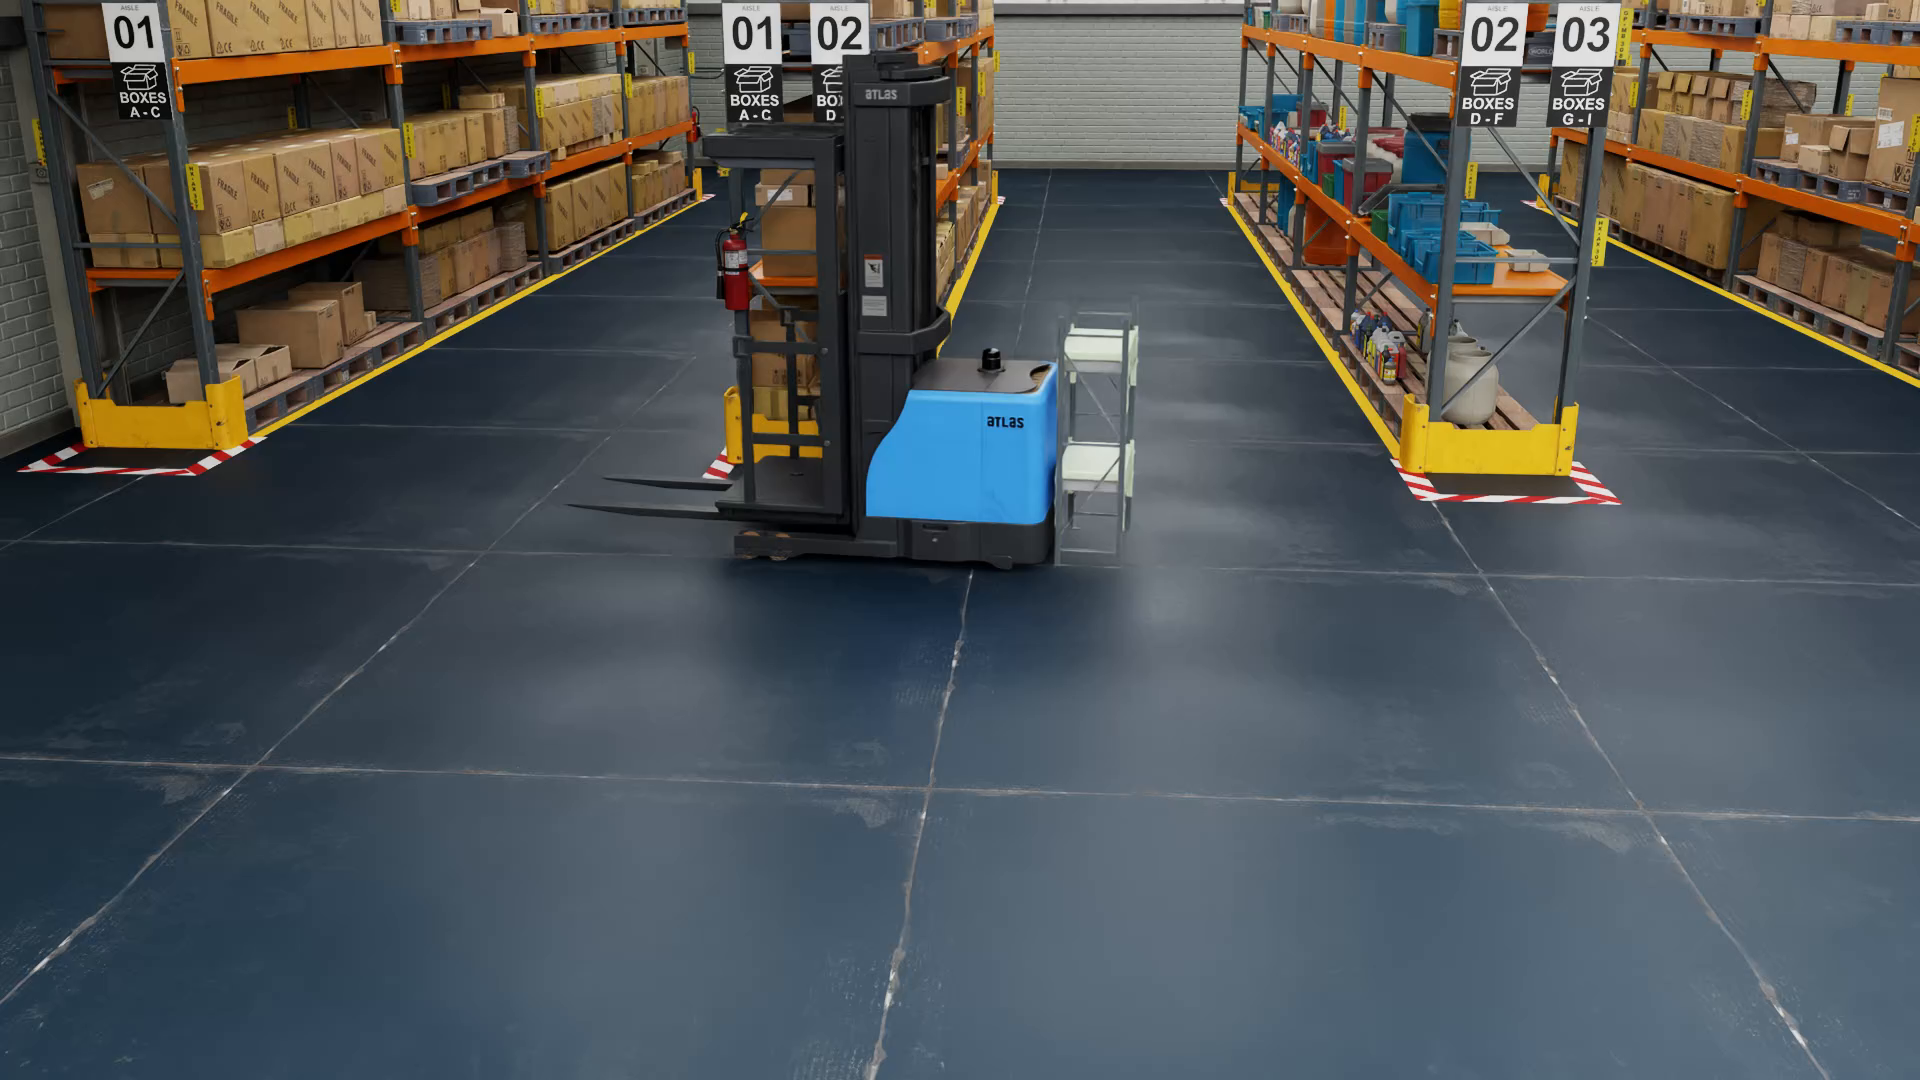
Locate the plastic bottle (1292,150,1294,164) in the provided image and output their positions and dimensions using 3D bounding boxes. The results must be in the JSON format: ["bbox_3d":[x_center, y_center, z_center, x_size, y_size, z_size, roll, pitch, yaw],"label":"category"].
[{"bbox_3d":[4.066,-4.646,20.102,0.097,0.201,0.097,0,18,0],"label":"plastic bottle"}]

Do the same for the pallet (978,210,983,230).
[{"bbox_3d":[-0.205,-4.649,24.273,1.003,0.211,1.213,1,18,4],"label":"pallet"}]

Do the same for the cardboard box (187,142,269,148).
[{"bbox_3d":[-6.120,-3.062,13.956,0.500,0.500,0.500,2,18,5],"label":"cardboard box"}]

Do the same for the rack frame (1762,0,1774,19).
[{"bbox_3d":[9.339,-7.147,17.784,1.000,3.000,0.127,1,18,4],"label":"rack frame"}]

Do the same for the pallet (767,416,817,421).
[{"bbox_3d":[-1.102,-0.948,12.975,1.003,0.211,1.213,1,18,4],"label":"pallet"}]

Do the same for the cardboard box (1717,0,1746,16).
[{"bbox_3d":[9.285,-6.430,19.577,0.500,0.500,0.500,2,18,7],"label":"cardboard box"}]

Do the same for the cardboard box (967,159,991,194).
[{"bbox_3d":[0.239,-5.850,26.768,0.500,0.500,0.500,1,18,4],"label":"cardboard box"}]

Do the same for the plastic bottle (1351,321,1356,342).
[{"bbox_3d":[3.645,-1.923,15.263,0.097,0.201,0.097,0,18,0],"label":"plastic bottle"}]

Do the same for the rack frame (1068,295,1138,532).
[{"bbox_3d":[0.887,-0.774,10.377,0.400,1.500,0.023,3,18,9],"label":"rack frame"}]

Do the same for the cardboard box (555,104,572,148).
[{"bbox_3d":[-5.146,-5.134,20.604,0.500,0.500,0.500,2,18,6],"label":"cardboard box"}]

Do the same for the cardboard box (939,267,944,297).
[{"bbox_3d":[-0.443,-2.767,17.791,0.500,0.250,0.500,2,18,5],"label":"cardboard box"}]

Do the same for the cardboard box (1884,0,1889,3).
[{"bbox_3d":[9.478,-5.540,16.733,0.500,0.500,0.500,2,18,5],"label":"cardboard box"}]

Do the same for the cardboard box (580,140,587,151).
[{"bbox_3d":[-5.103,-5.173,21.766,0.380,0.149,0.250,2,18,6],"label":"cardboard box"}]

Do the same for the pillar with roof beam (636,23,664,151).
[{"bbox_3d":[-1.285,-10.725,28.704,9.100,9.000,0.400,1,18,4],"label":"pillar with roof beam"}]

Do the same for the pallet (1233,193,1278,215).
[{"bbox_3d":[4.874,-5.311,26.293,1.003,0.211,1.213,1,18,4],"label":"pallet"}]

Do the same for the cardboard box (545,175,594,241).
[{"bbox_3d":[-5.230,-4.304,21.518,0.750,0.750,0.750,1,18,4],"label":"cardboard box"}]

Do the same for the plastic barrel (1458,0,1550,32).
[{"bbox_3d":[3.733,-3.905,11.343,0.600,0.830,0.708,1,18,4],"label":"plastic barrel"}]

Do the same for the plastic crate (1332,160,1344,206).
[{"bbox_3d":[3.881,-3.507,16.333,0.392,0.384,0.575,1,18,4],"label":"plastic crate"}]

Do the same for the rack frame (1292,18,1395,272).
[{"bbox_3d":[4.399,-4.407,19.055,1.000,3.000,0.127,1,18,4],"label":"rack frame"}]

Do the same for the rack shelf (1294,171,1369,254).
[{"bbox_3d":[4.255,-3.444,17.272,1.077,0.370,4.000,1,18,4],"label":"rack shelf"}]

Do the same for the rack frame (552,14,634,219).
[{"bbox_3d":[-5.196,-5.870,23.522,1.000,3.000,0.127,1,18,4],"label":"rack frame"}]

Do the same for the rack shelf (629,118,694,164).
[{"bbox_3d":[-5.053,-6.150,25.529,1.077,0.370,4.000,1,18,4],"label":"rack shelf"}]

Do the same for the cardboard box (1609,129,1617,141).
[{"bbox_3d":[9.358,-5.681,23.347,0.380,0.149,0.250,1,18,3],"label":"cardboard box"}]

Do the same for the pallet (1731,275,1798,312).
[{"bbox_3d":[9.282,-2.729,18.412,1.003,0.211,1.213,1,18,4],"label":"pallet"}]

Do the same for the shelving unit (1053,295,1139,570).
[{"bbox_3d":[0.825,-0.662,10.034,0.431,1.500,0.755,3,18,9],"label":"shelving unit"}]

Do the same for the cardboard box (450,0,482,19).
[{"bbox_3d":[-5.668,-5.712,18.022,0.797,0.503,0.637,4,19,12],"label":"cardboard box"}]

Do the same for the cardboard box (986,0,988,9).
[{"bbox_3d":[0.145,-7.964,24.531,0.500,0.250,0.500,1,18,4],"label":"cardboard box"}]

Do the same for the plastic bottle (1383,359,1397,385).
[{"bbox_3d":[3.520,-1.382,13.610,0.097,0.201,0.097,0,18,0],"label":"plastic bottle"}]

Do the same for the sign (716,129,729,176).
[{"bbox_3d":[-1.655,-2.713,11.647,0.100,0.325,0.005,1,18,4],"label":"sign"}]

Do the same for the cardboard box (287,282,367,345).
[{"bbox_3d":[-5.804,-2.084,15.273,0.500,0.500,0.500,0,18,0],"label":"cardboard box"}]

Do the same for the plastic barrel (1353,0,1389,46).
[{"bbox_3d":[3.932,-4.991,15.216,0.600,0.901,0.708,1,18,4],"label":"plastic barrel"}]

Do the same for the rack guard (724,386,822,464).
[{"bbox_3d":[-1.117,-0.839,12.180,1.175,0.500,0.348,1,18,4],"label":"rack guard"}]

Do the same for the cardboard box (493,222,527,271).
[{"bbox_3d":[-5.482,-3.425,19.365,0.700,0.500,0.500,2,18,5],"label":"cardboard box"}]

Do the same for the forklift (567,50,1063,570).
[{"bbox_3d":[-0.911,-1.422,10.056,3.031,2.935,1.130,3,18,10],"label":"forklift"}]

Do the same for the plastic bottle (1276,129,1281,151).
[{"bbox_3d":[4.170,-5.214,21.705,0.061,0.283,0.133,1,18,4],"label":"plastic bottle"}]

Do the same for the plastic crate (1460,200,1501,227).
[{"bbox_3d":[4.303,-2.744,14.220,0.499,0.251,0.616,1,18,4],"label":"plastic crate"}]

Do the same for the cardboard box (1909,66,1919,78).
[{"bbox_3d":[14.526,-7.013,24.763,0.500,0.500,0.500,2,18,6],"label":"cardboard box"}]

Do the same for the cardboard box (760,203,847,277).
[{"bbox_3d":[-1.069,-2.226,12.240,0.700,0.500,0.500,1,18,4],"label":"cardboard box"}]

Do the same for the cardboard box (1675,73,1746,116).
[{"bbox_3d":[9.527,-5.652,21.082,0.797,0.503,0.637,1,18,5],"label":"cardboard box"}]

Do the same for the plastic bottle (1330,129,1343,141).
[{"bbox_3d":[4.706,-4.953,20.800,0.144,0.351,0.185,1,18,4],"label":"plastic bottle"}]

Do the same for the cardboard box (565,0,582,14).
[{"bbox_3d":[-5.344,-7.107,21.612,0.700,0.500,0.500,1,18,3],"label":"cardboard box"}]

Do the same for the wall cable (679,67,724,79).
[{"bbox_3d":[-4.147,-10.237,32.199,3.097,2.526,0.112,1,18,4],"label":"wall cable"}]

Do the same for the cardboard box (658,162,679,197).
[{"bbox_3d":[-4.895,-5.749,26.492,0.700,0.500,0.500,1,18,4],"label":"cardboard box"}]

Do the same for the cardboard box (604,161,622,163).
[{"bbox_3d":[-5.195,-5.625,25.072,0.380,0.149,0.250,1,18,2],"label":"cardboard box"}]

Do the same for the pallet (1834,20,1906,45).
[{"bbox_3d":[9.274,-4.902,16.050,1.213,0.211,1.003,1,18,4],"label":"pallet"}]

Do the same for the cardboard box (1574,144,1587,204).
[{"bbox_3d":[9.881,-5.488,25.091,0.875,0.875,0.875,1,18,4],"label":"cardboard box"}]

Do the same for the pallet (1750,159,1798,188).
[{"bbox_3d":[9.394,-3.982,18.065,1.213,0.211,1.003,1,18,4],"label":"pallet"}]

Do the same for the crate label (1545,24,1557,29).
[{"bbox_3d":[4.289,-3.851,12.780,0.502,0.251,0.408,1,18,4],"label":"crate label"}]

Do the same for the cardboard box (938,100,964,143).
[{"bbox_3d":[-0.353,-5.244,20.774,0.700,0.500,0.500,5,19,14],"label":"cardboard box"}]

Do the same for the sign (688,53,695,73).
[{"bbox_3d":[-4.369,-7.759,27.046,0.100,0.325,0.005,1,18,4],"label":"sign"}]

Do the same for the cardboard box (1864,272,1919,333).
[{"bbox_3d":[9.118,-2.266,15.828,0.700,0.500,0.500,0,18,0],"label":"cardboard box"}]

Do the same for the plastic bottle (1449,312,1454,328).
[{"bbox_3d":[4.340,-1.849,14.796,0.144,0.351,0.185,0,18,1],"label":"plastic bottle"}]
